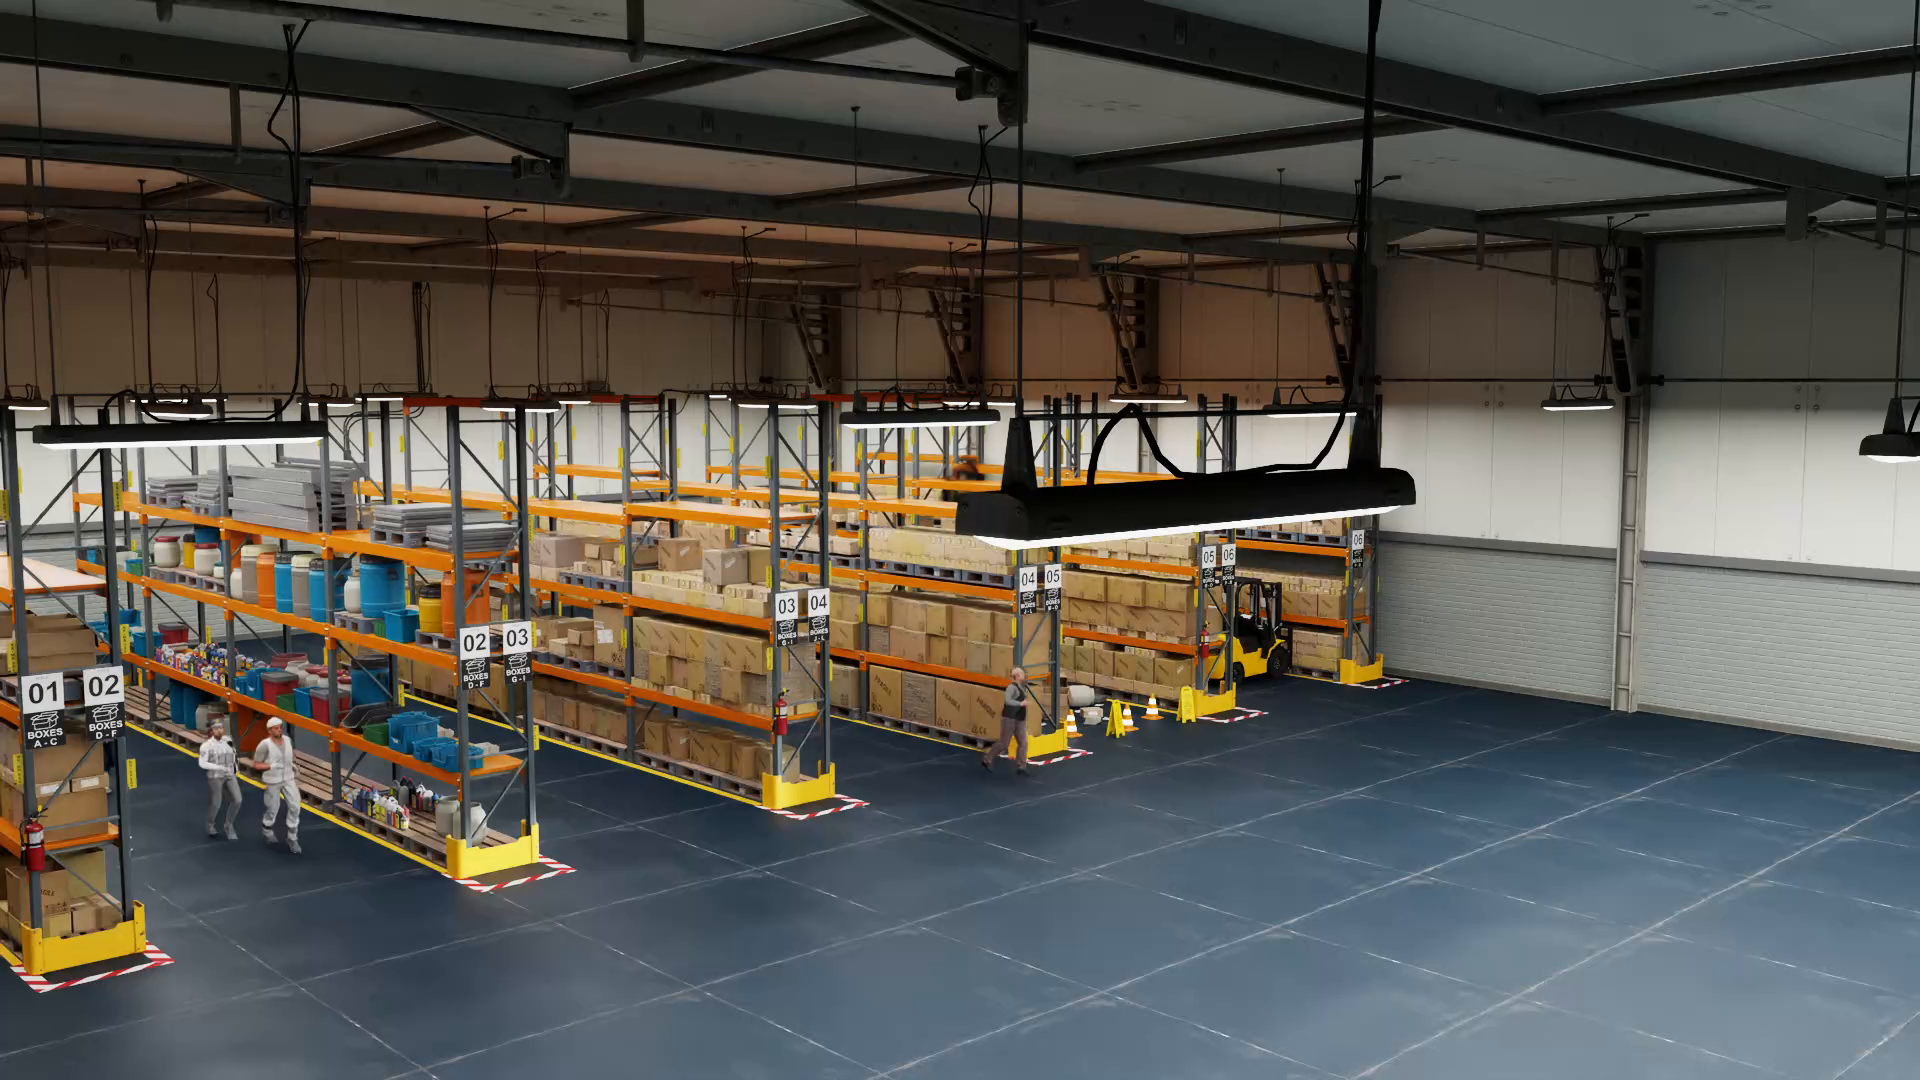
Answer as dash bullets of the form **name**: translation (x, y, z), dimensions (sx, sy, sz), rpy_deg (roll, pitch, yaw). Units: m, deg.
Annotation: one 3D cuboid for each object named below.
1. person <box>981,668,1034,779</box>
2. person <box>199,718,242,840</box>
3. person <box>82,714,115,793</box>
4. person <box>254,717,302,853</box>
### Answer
- **person**: translation (0.853, 2.908, 26.673), dimensions (0.897, 1.712, 0.678), rpy_deg (3, 6, 26)
- **person**: translation (-10.186, 3.290, 22.922), dimensions (0.683, 1.716, 0.616), rpy_deg (5, 7, 40)
- **person**: translation (-13.207, 3.105, 25.559), dimensions (0.560, 1.535, 0.575), rpy_deg (5, 7, 41)
- **person**: translation (-9.156, 3.286, 22.331), dimensions (0.782, 1.848, 0.633), rpy_deg (5, 8, 43)
